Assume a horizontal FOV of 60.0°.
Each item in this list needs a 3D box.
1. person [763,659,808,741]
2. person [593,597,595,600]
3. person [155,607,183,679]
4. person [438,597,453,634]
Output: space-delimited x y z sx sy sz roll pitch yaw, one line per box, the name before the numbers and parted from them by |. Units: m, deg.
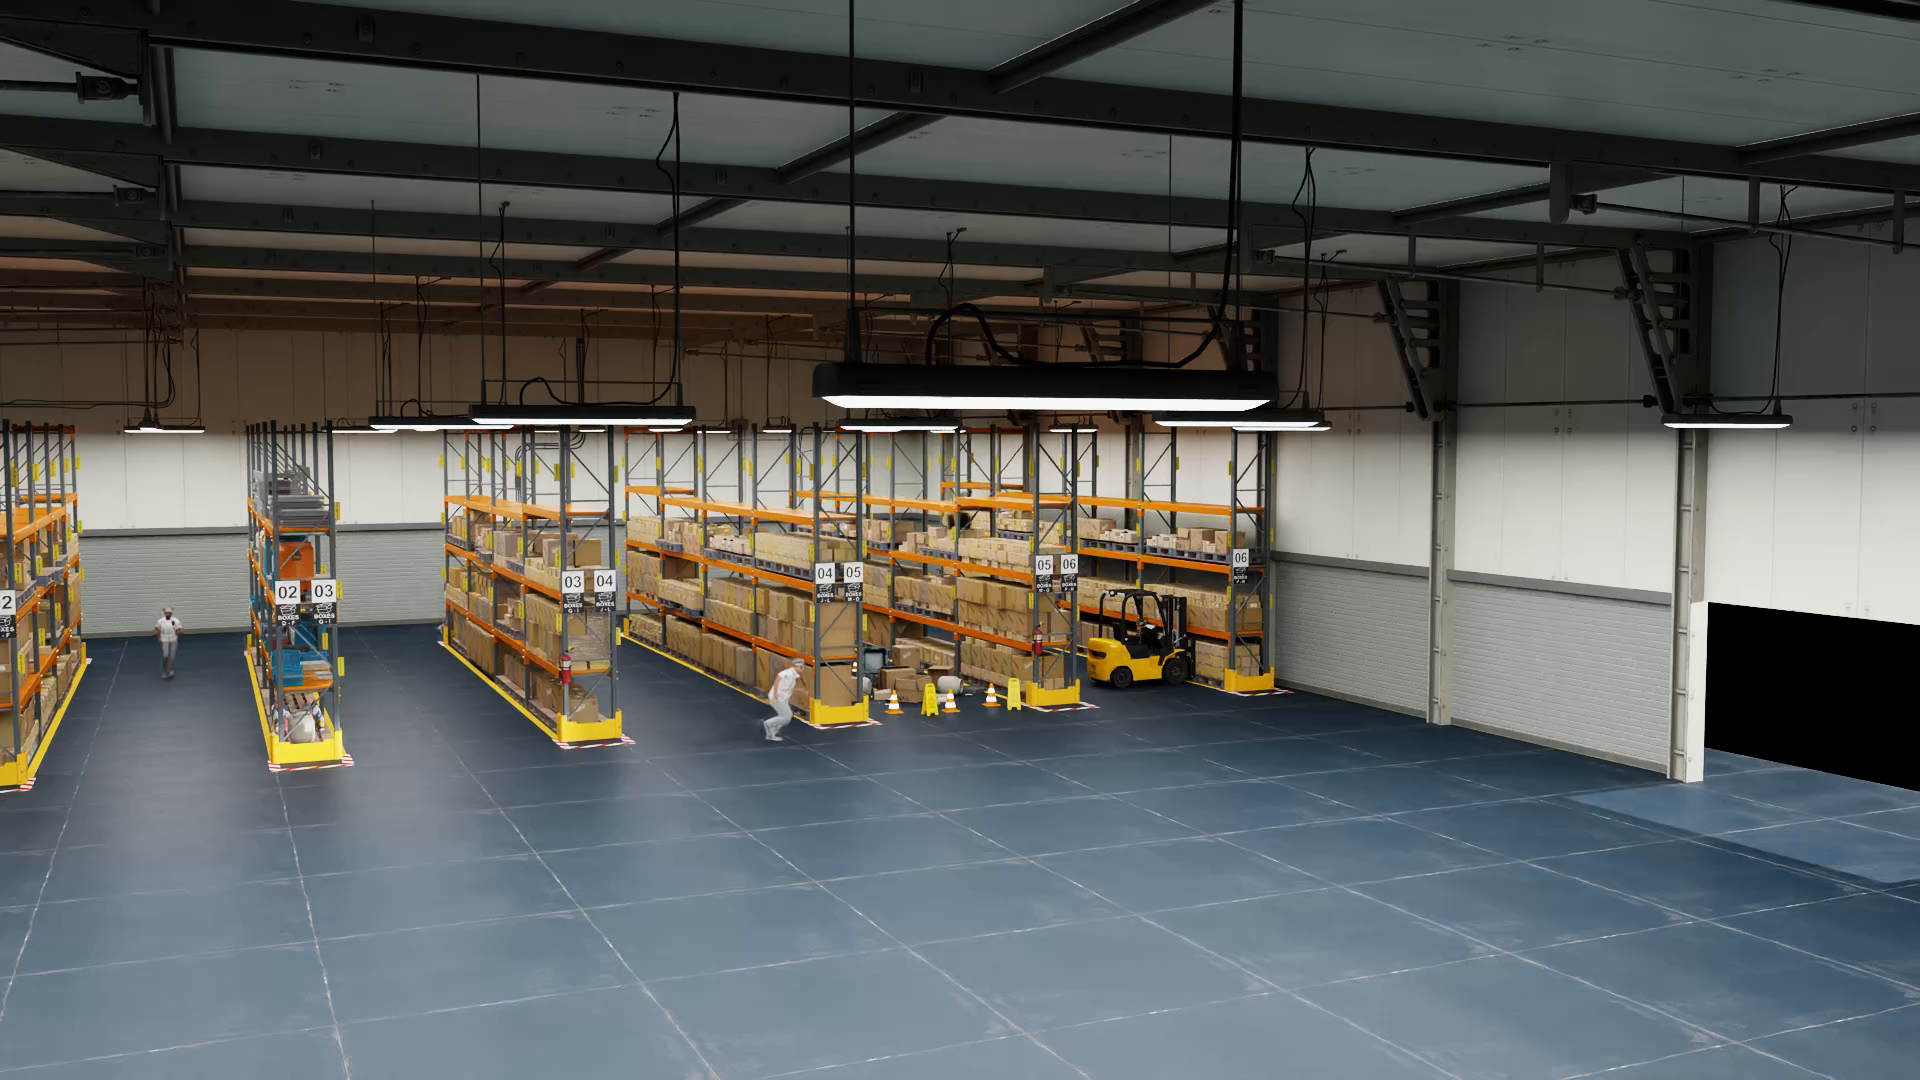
person | -3.276 3.001 31.120 0.834 1.566 0.696 1 4 8
person | -10.500 1.929 48.505 0.522 1.568 0.783 0 4 1
person | -18.702 2.431 39.346 0.586 1.726 0.721 -2 4 -27
person | -14.274 1.999 46.746 0.728 1.597 0.625 -2 4 -31
